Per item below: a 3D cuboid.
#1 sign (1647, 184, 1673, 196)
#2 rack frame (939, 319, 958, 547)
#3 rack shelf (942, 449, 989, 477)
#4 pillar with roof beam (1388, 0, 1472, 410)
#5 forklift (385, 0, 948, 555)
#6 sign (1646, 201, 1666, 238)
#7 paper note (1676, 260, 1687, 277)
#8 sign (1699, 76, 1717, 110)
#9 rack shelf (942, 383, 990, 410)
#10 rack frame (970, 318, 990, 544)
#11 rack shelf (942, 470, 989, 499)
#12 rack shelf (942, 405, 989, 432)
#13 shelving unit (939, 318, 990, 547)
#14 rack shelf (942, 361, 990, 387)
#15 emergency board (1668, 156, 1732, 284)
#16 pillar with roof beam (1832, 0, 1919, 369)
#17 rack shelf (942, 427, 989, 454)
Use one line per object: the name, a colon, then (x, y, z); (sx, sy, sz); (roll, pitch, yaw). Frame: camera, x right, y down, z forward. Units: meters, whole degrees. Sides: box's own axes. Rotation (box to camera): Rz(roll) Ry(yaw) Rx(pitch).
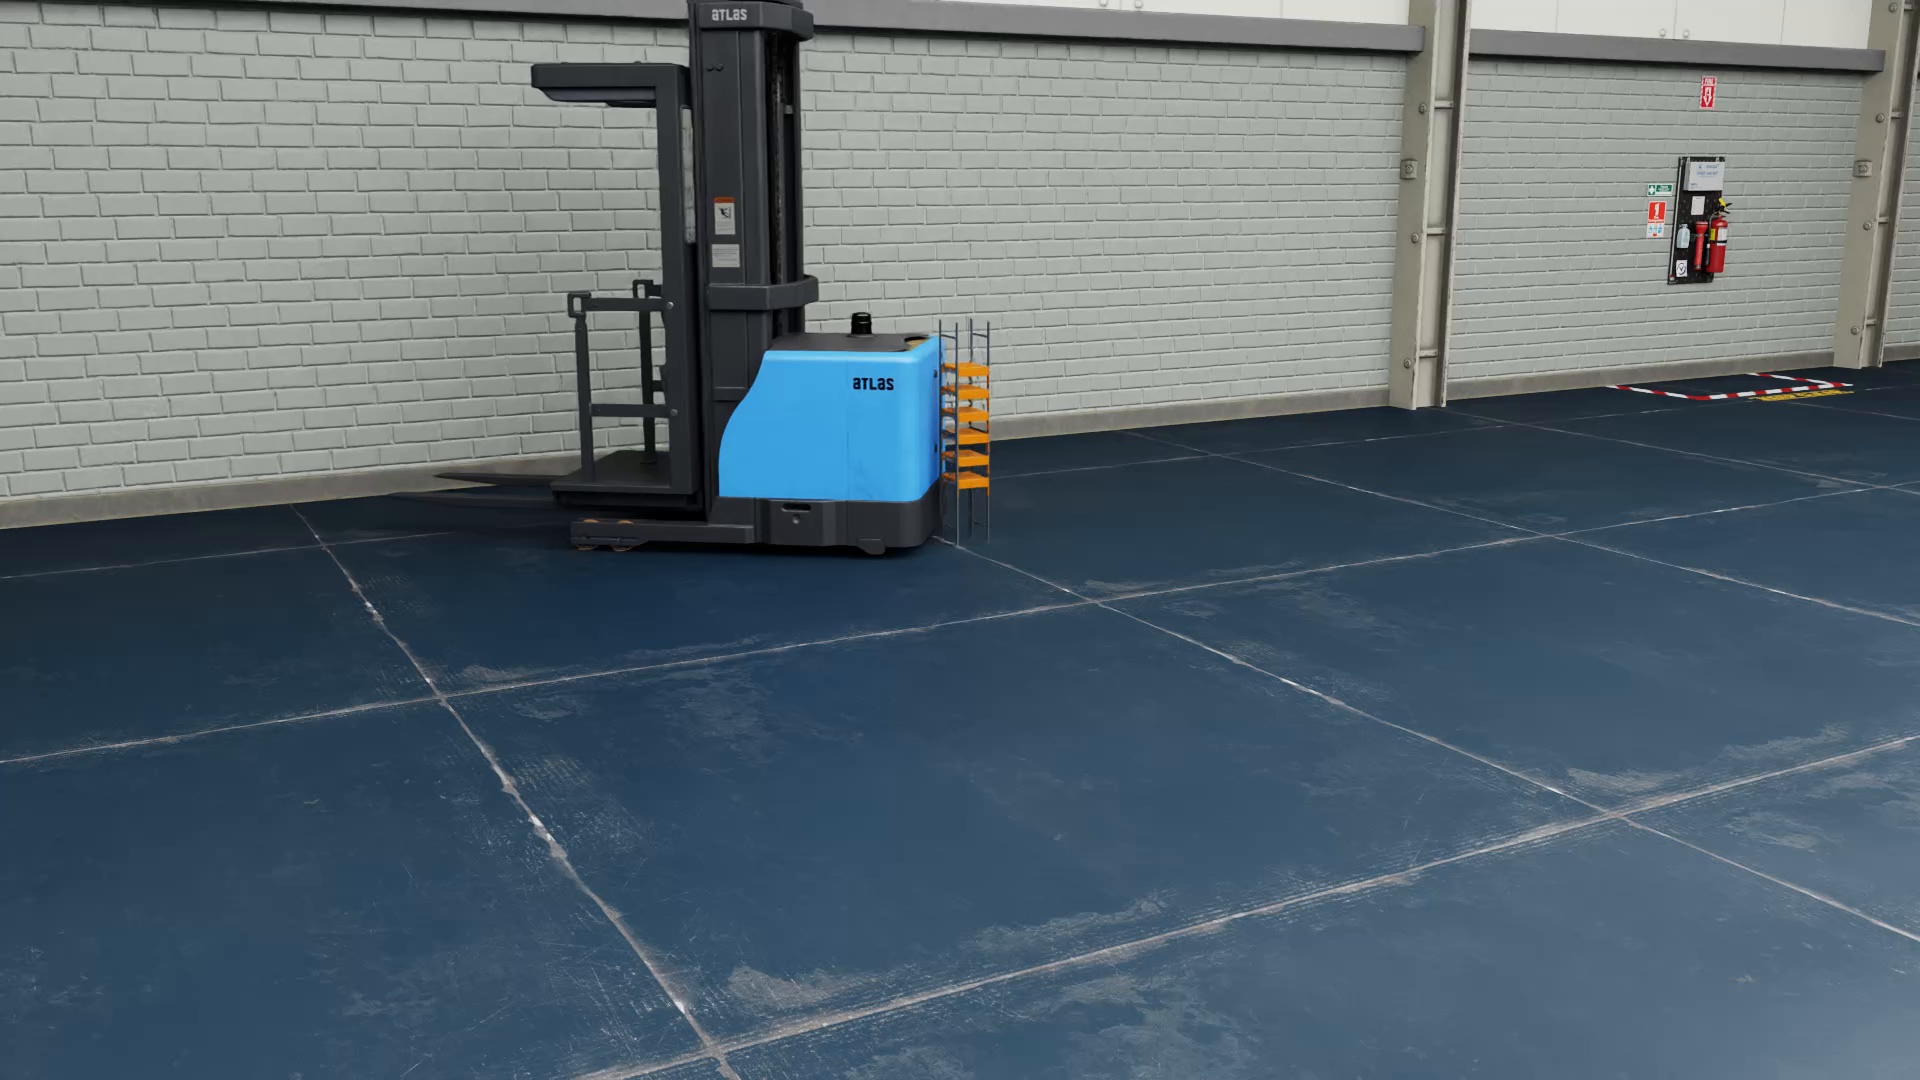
sign: (6.448, -3.224, 15.316); (0.331, 0.109, 0.001); (-7, 14, -28)
rack frame: (-0.060, -0.573, 8.921); (0.006, 1.200, 0.240); (-6, 14, -23)
rack shelf: (0.023, -0.420, 8.993); (0.180, 0.103, 0.258); (-6, 14, -23)
pillar with roof beam: (5.958, -4.706, 9.526); (0.400, 9.000, 9.100); (-7, 14, -28)
forklift: (-1.631, -1.480, 9.009); (3.031, 2.935, 1.130); (2, 13, 8)
sign: (6.440, -2.967, 15.380); (0.234, 0.329, 0.001); (-7, 14, -28)
paper note: (6.786, -2.553, 15.627); (0.142, 0.148, 0.016); (-7, 14, -28)
sign: (6.920, -4.137, 15.381); (0.199, 0.298, 0.001); (-7, 14, -28)
rack shelf: (0.023, -0.772, 8.914); (0.180, 0.103, 0.258); (-6, 14, -23)
rack frame: (0.107, -0.589, 8.993); (0.006, 1.200, 0.240); (-6, 14, -23)
rack shelf: (0.023, -0.303, 9.019); (0.180, 0.103, 0.258); (-6, 14, -23)
rack shelf: (0.023, -0.654, 8.940); (0.180, 0.103, 0.258); (-6, 14, -23)
shelving unit: (0.023, -0.581, 8.957); (0.189, 1.200, 0.258); (-6, 14, -23)
rack shelf: (0.023, -0.889, 8.888); (0.180, 0.103, 0.258); (-6, 14, -23)
emergency board: (6.975, -2.988, 15.554); (0.643, 1.169, 0.194); (-7, 14, -28)
pillar with roof beam: (11.225, -5.338, 12.331); (0.400, 9.000, 9.100); (-7, 14, -28)
rack shelf: (0.023, -0.537, 8.967); (0.180, 0.103, 0.258); (-6, 14, -23)
